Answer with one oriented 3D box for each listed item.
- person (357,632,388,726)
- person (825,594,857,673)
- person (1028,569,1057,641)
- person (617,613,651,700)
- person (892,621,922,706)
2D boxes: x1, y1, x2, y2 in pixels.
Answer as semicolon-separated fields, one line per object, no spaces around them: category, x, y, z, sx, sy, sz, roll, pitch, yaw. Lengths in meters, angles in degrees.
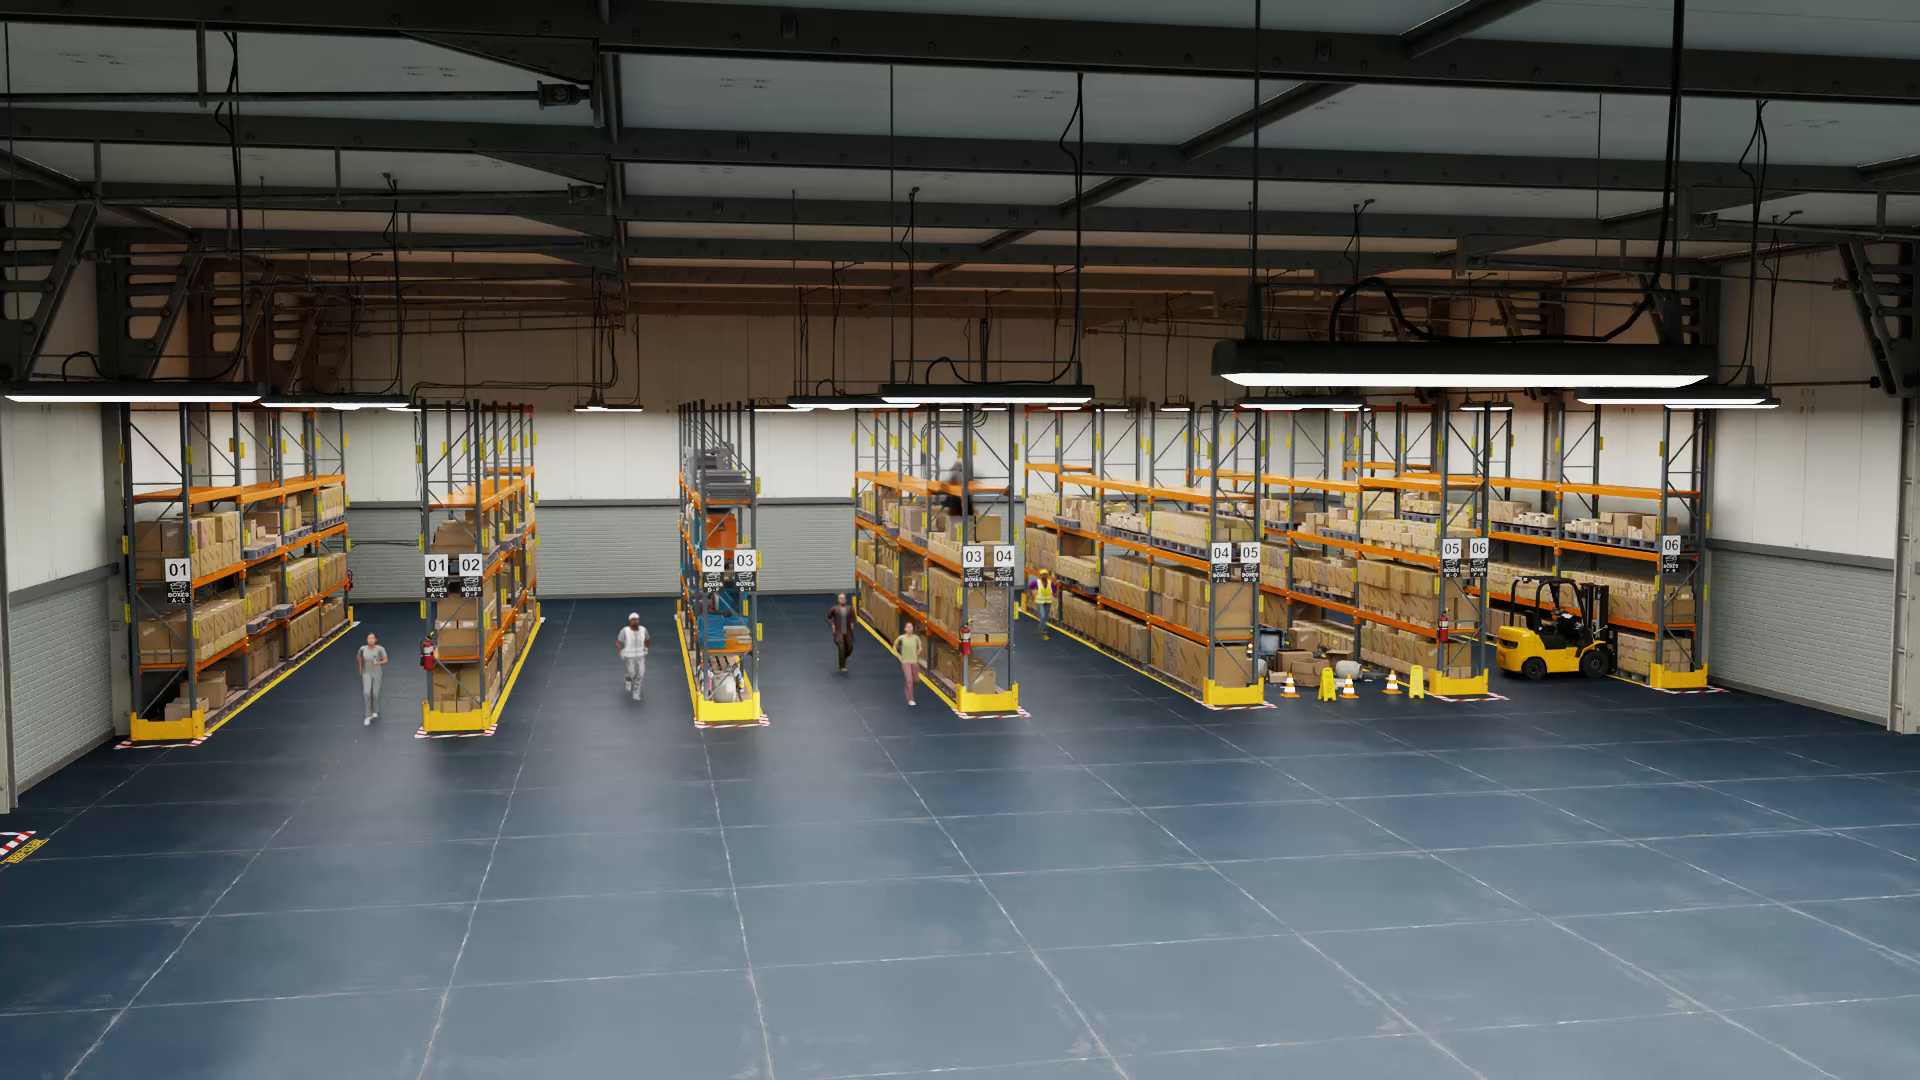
person;-10.922;2.549;30.937;0.549;1.702;0.782;-1;5;-17
person;-2.634;2.064;37.024;0.713;1.730;0.754;-1;5;-18
person;2.137;1.626;42.458;0.697;1.779;0.978;-1;5;-18
person;-6.552;2.334;33.483;0.686;1.735;0.605;-2;5;-24
person;-1.019;2.422;32.898;0.589;1.635;0.802;-1;5;-18
